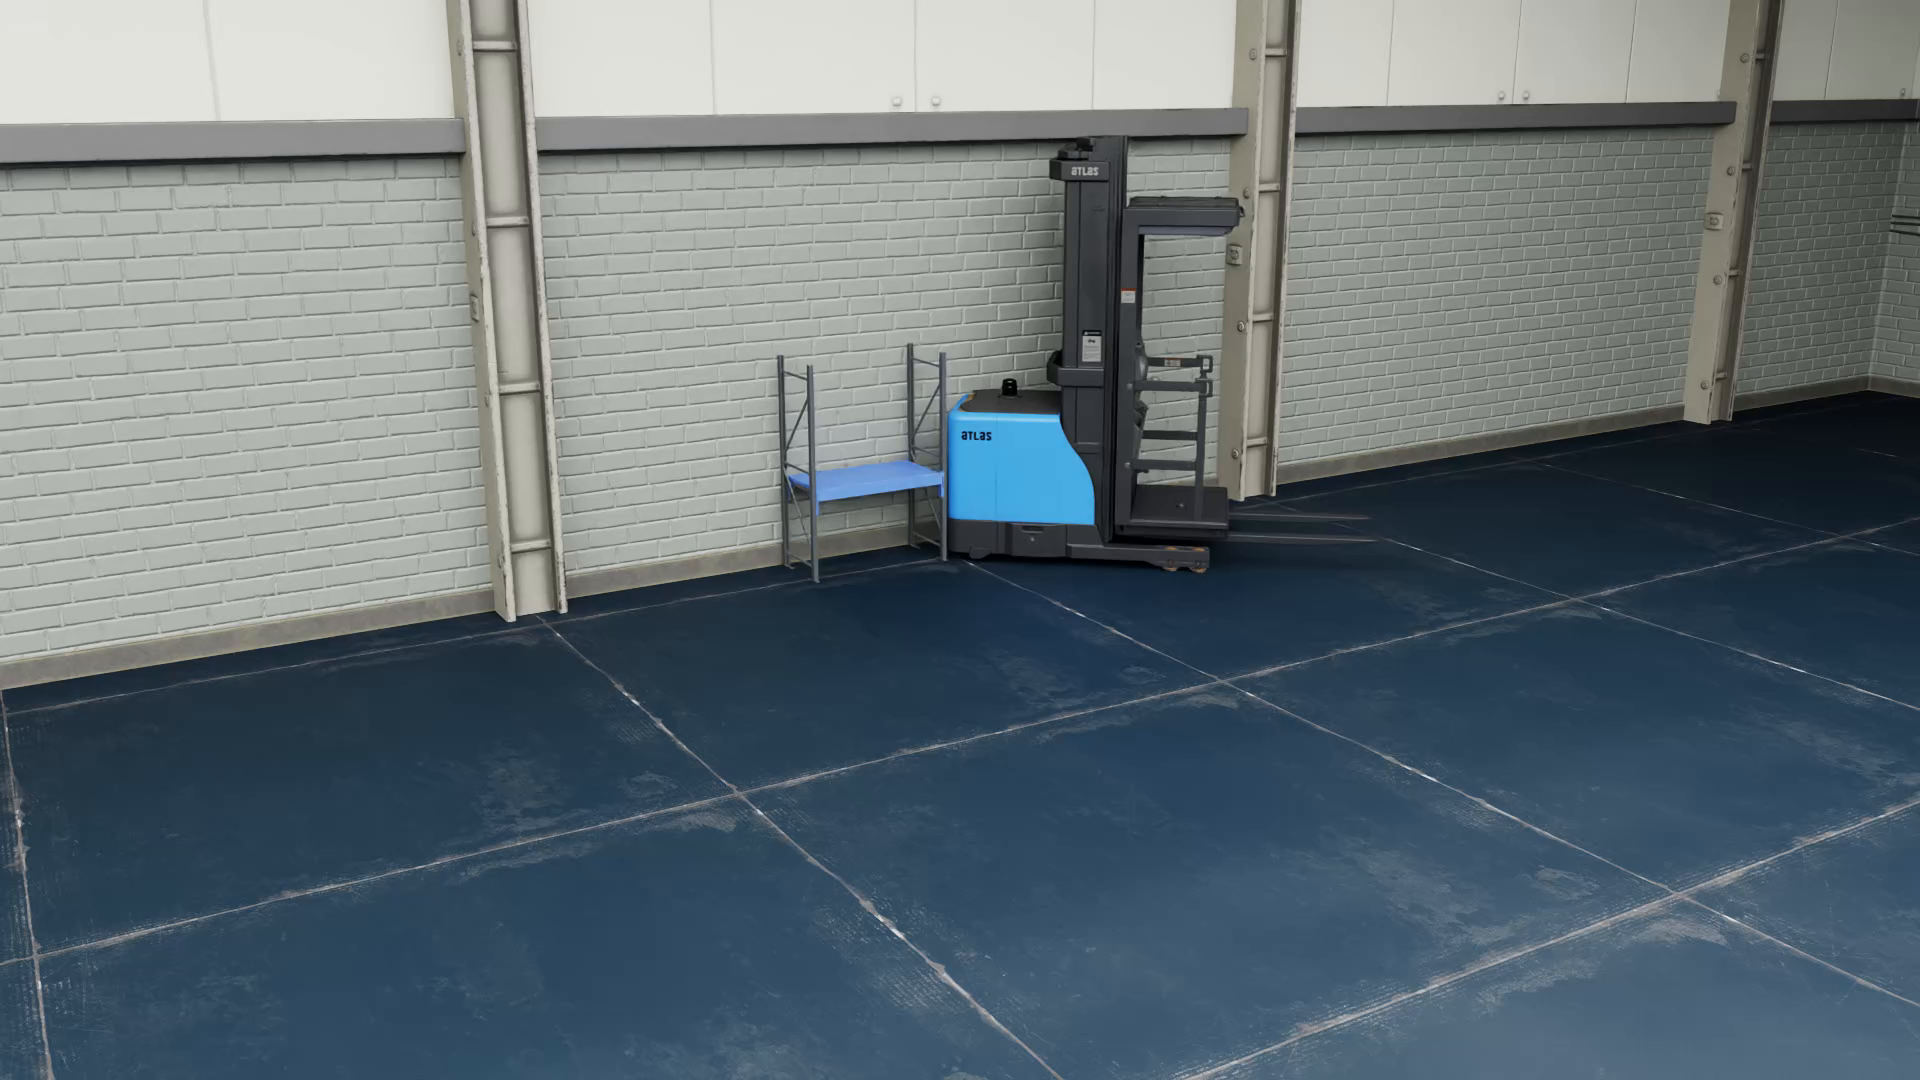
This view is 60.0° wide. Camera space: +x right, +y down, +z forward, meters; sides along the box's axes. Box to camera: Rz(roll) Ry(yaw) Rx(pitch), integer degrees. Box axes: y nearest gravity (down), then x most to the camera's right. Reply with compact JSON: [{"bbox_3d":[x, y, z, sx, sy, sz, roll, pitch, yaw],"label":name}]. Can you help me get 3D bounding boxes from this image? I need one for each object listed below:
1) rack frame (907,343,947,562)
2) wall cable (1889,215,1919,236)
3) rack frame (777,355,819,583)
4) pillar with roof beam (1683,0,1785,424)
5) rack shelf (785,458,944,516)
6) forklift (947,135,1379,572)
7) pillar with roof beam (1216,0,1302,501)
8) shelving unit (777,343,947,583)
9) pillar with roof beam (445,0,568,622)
[{"bbox_3d":[-0.236,-0.626,11.866,0.032,1.500,0.500,-9,18,-30],"label":"rack frame"},{"bbox_3d":[10.712,-4.152,16.302,0.112,2.526,3.097,-9,18,-30],"label":"wall cable"},{"bbox_3d":[-1.108,-0.485,11.361,0.032,1.500,0.500,-9,18,-30],"label":"rack frame"},{"bbox_3d":[9.723,-4.547,11.960,0.400,9.000,9.100,-9,18,-30],"label":"pillar with roof beam"},{"bbox_3d":[-0.672,-0.383,11.662,1.000,0.185,0.538,-9,18,-30],"label":"rack shelf"},{"bbox_3d":[1.461,-1.339,11.755,3.031,2.935,1.130,2,16,8],"label":"forklift"},{"bbox_3d":[4.580,-3.713,8.985,0.400,9.000,9.100,-9,18,-30],"label":"pillar with roof beam"},{"bbox_3d":[-0.672,-0.556,11.614,1.048,1.500,0.538,-9,18,-30],"label":"shelving unit"},{"bbox_3d":[-0.564,-2.879,6.010,0.400,9.000,9.100,-9,18,-30],"label":"pillar with roof beam"}]
